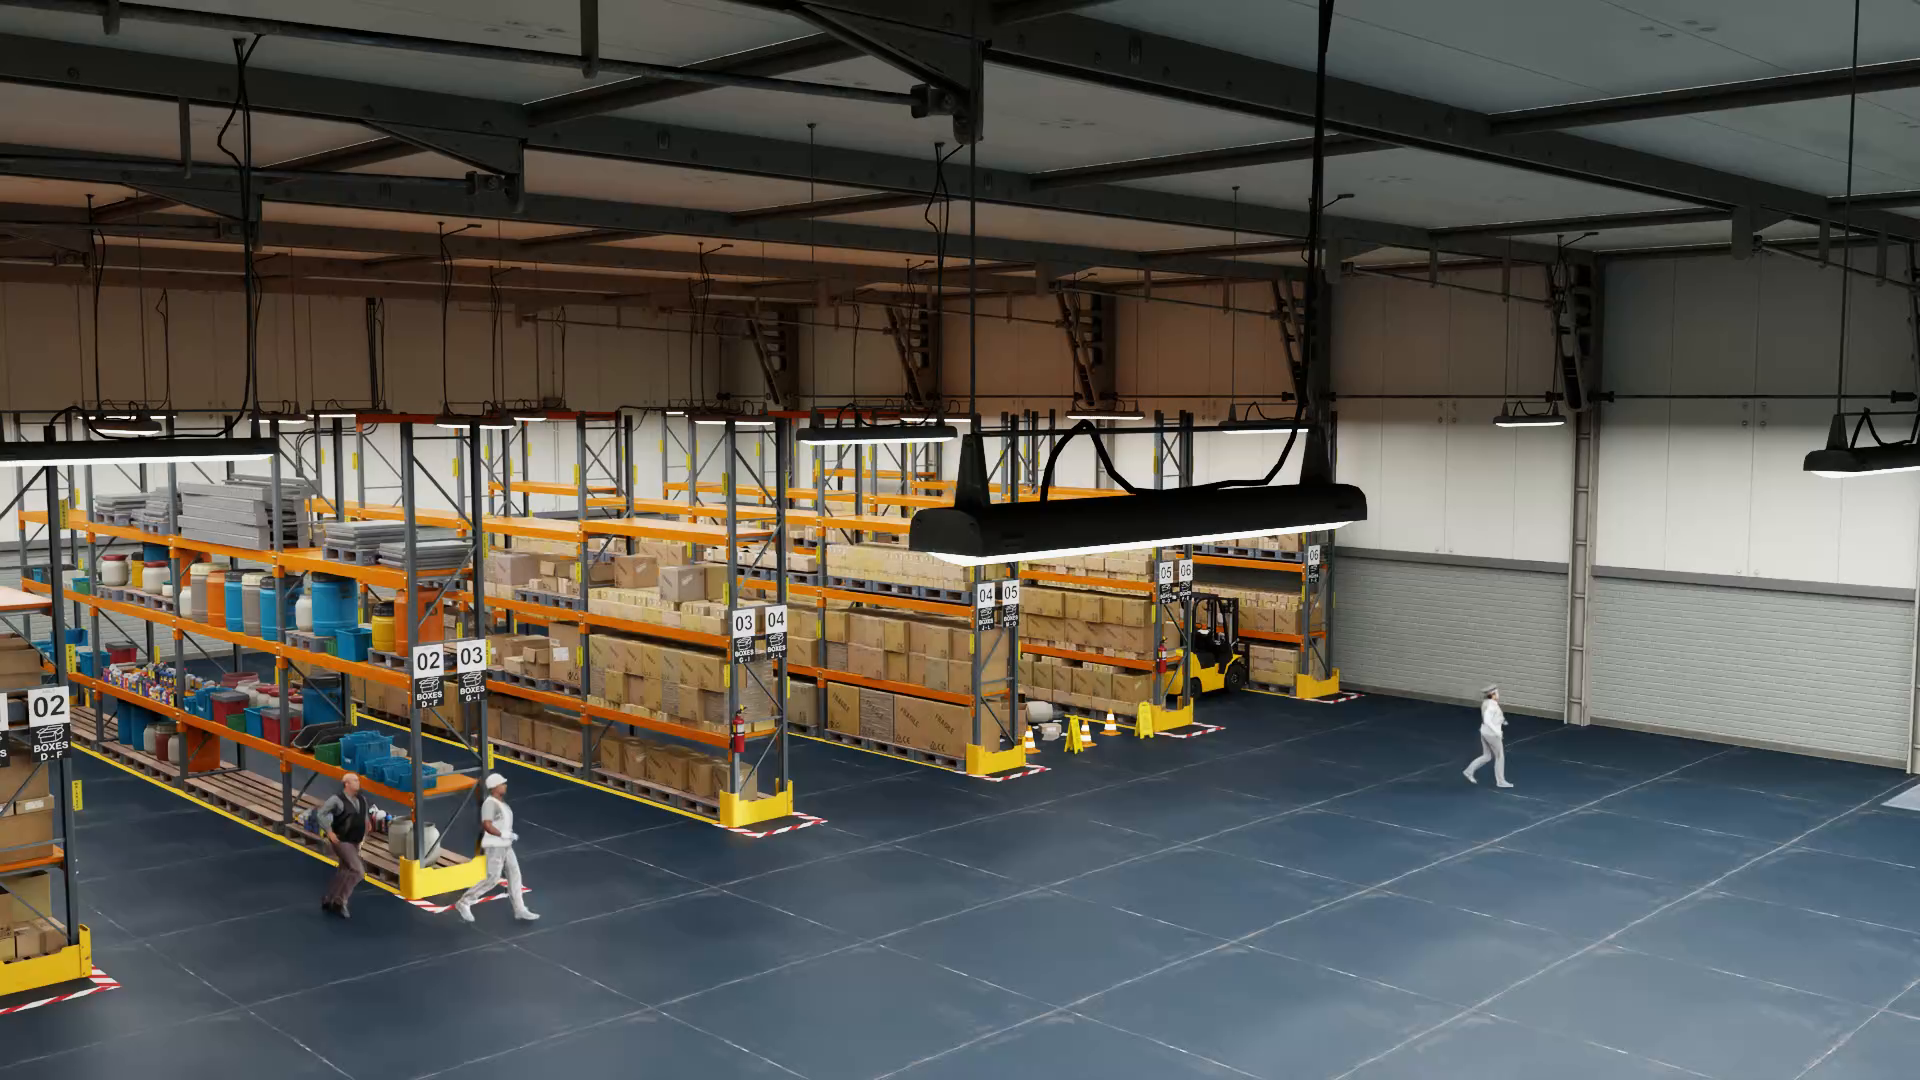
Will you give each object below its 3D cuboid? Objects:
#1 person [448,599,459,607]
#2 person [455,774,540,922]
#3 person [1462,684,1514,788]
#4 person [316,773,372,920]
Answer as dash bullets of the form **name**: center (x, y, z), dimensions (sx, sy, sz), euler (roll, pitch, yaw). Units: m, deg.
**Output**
- **person**: center (-12.054, 2.062, 39.589), dimensions (0.871, 1.706, 0.718), euler (2, 5, 17)
- **person**: center (-5.561, 3.699, 20.080), dimensions (0.982, 1.741, 0.743), euler (0, 5, -4)
- **person**: center (8.549, 3.151, 26.802), dimensions (0.793, 1.683, 0.628), euler (0, 5, -2)
- **person**: center (-7.490, 3.726, 20.362), dimensions (0.653, 1.723, 0.660), euler (1, 5, 14)
